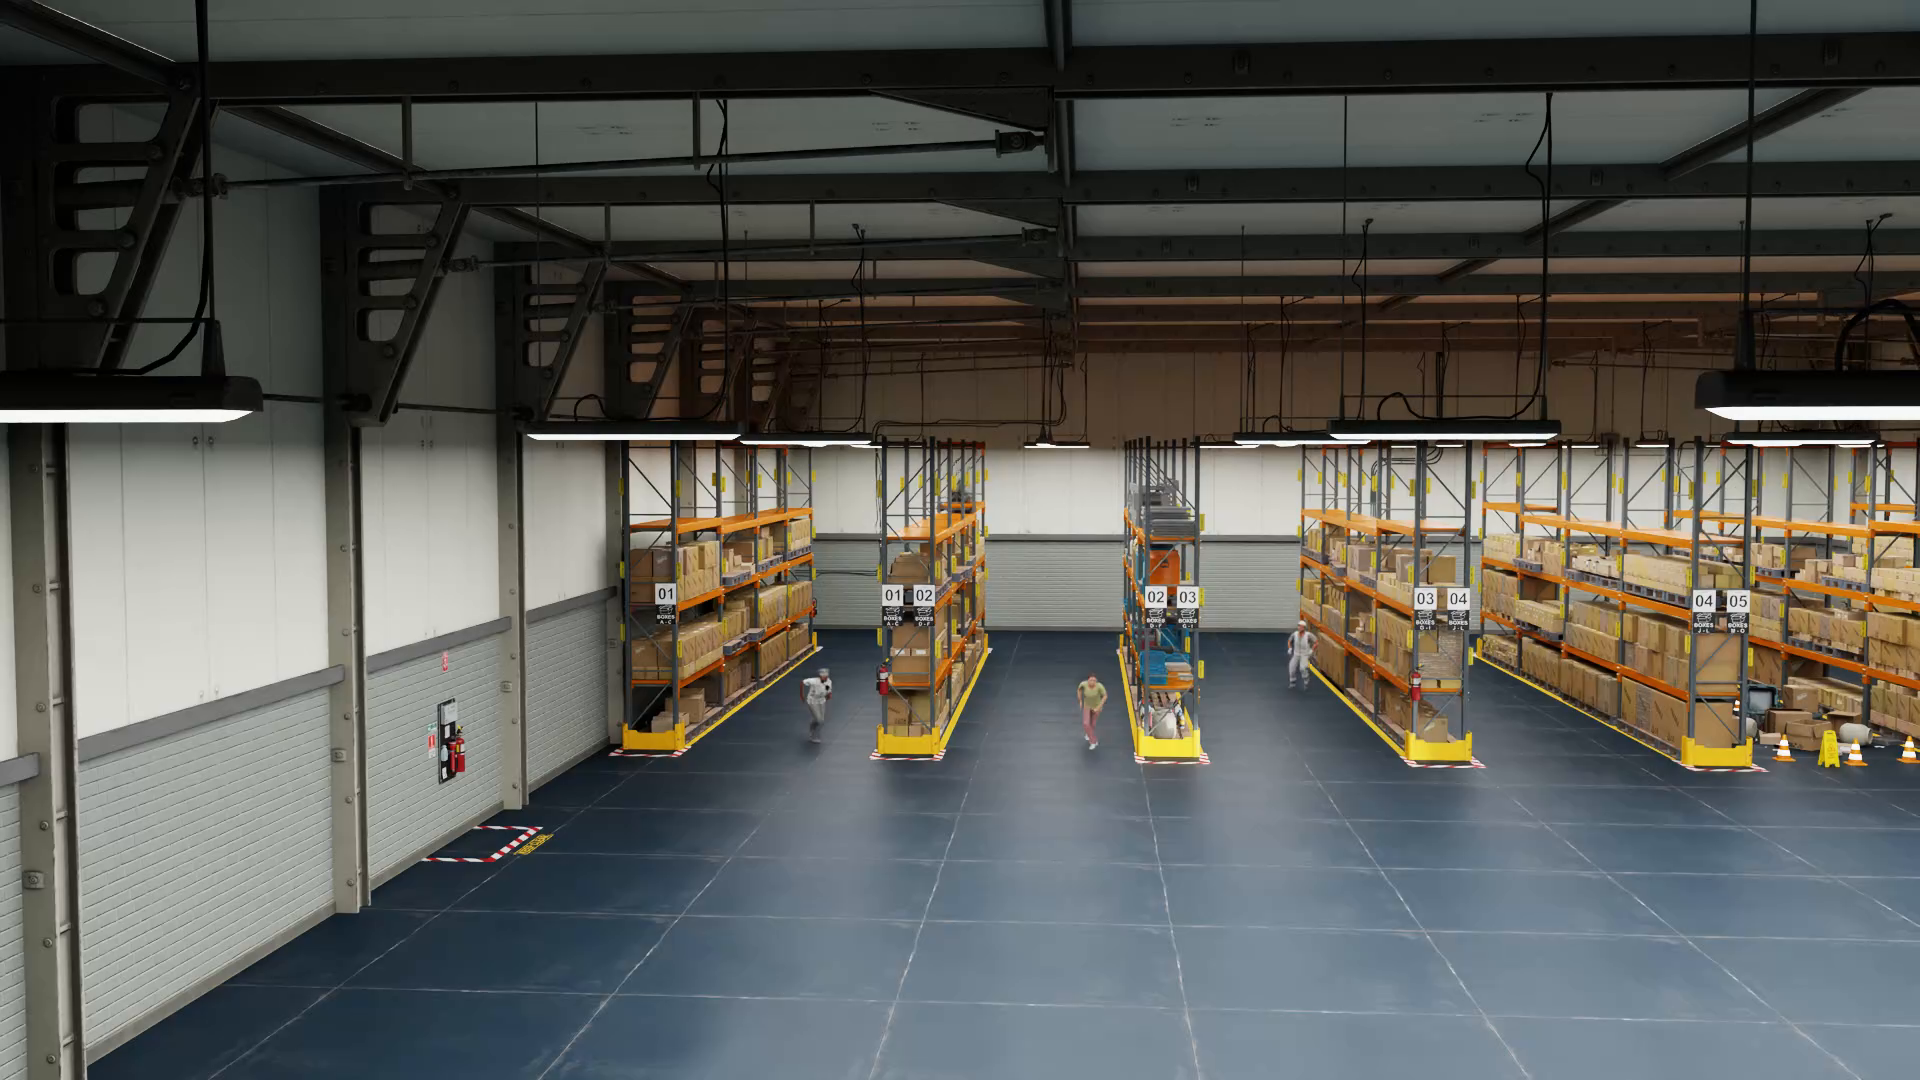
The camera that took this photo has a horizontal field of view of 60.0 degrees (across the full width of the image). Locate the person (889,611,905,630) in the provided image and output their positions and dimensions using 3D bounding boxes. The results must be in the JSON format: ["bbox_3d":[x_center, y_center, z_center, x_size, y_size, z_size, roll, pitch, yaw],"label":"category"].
[{"bbox_3d":[-1.633,2.423,44.828,0.663,1.787,0.902,0,3,2],"label":"person"}]

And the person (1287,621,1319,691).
[{"bbox_3d":[8.134,2.756,39.564,0.757,1.692,0.646,1,3,25],"label":"person"}]

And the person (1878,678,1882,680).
[{"bbox_3d":[21.175,2.885,37.834,0.695,1.693,0.722,0,3,0],"label":"person"}]

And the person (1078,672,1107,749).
[{"bbox_3d":[2.574,3.268,32.274,0.577,1.517,1.042,0,3,7],"label":"person"}]

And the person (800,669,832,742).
[{"bbox_3d":[-2.808,3.239,32.491,0.602,1.492,0.850,-2,4,-30],"label":"person"}]
